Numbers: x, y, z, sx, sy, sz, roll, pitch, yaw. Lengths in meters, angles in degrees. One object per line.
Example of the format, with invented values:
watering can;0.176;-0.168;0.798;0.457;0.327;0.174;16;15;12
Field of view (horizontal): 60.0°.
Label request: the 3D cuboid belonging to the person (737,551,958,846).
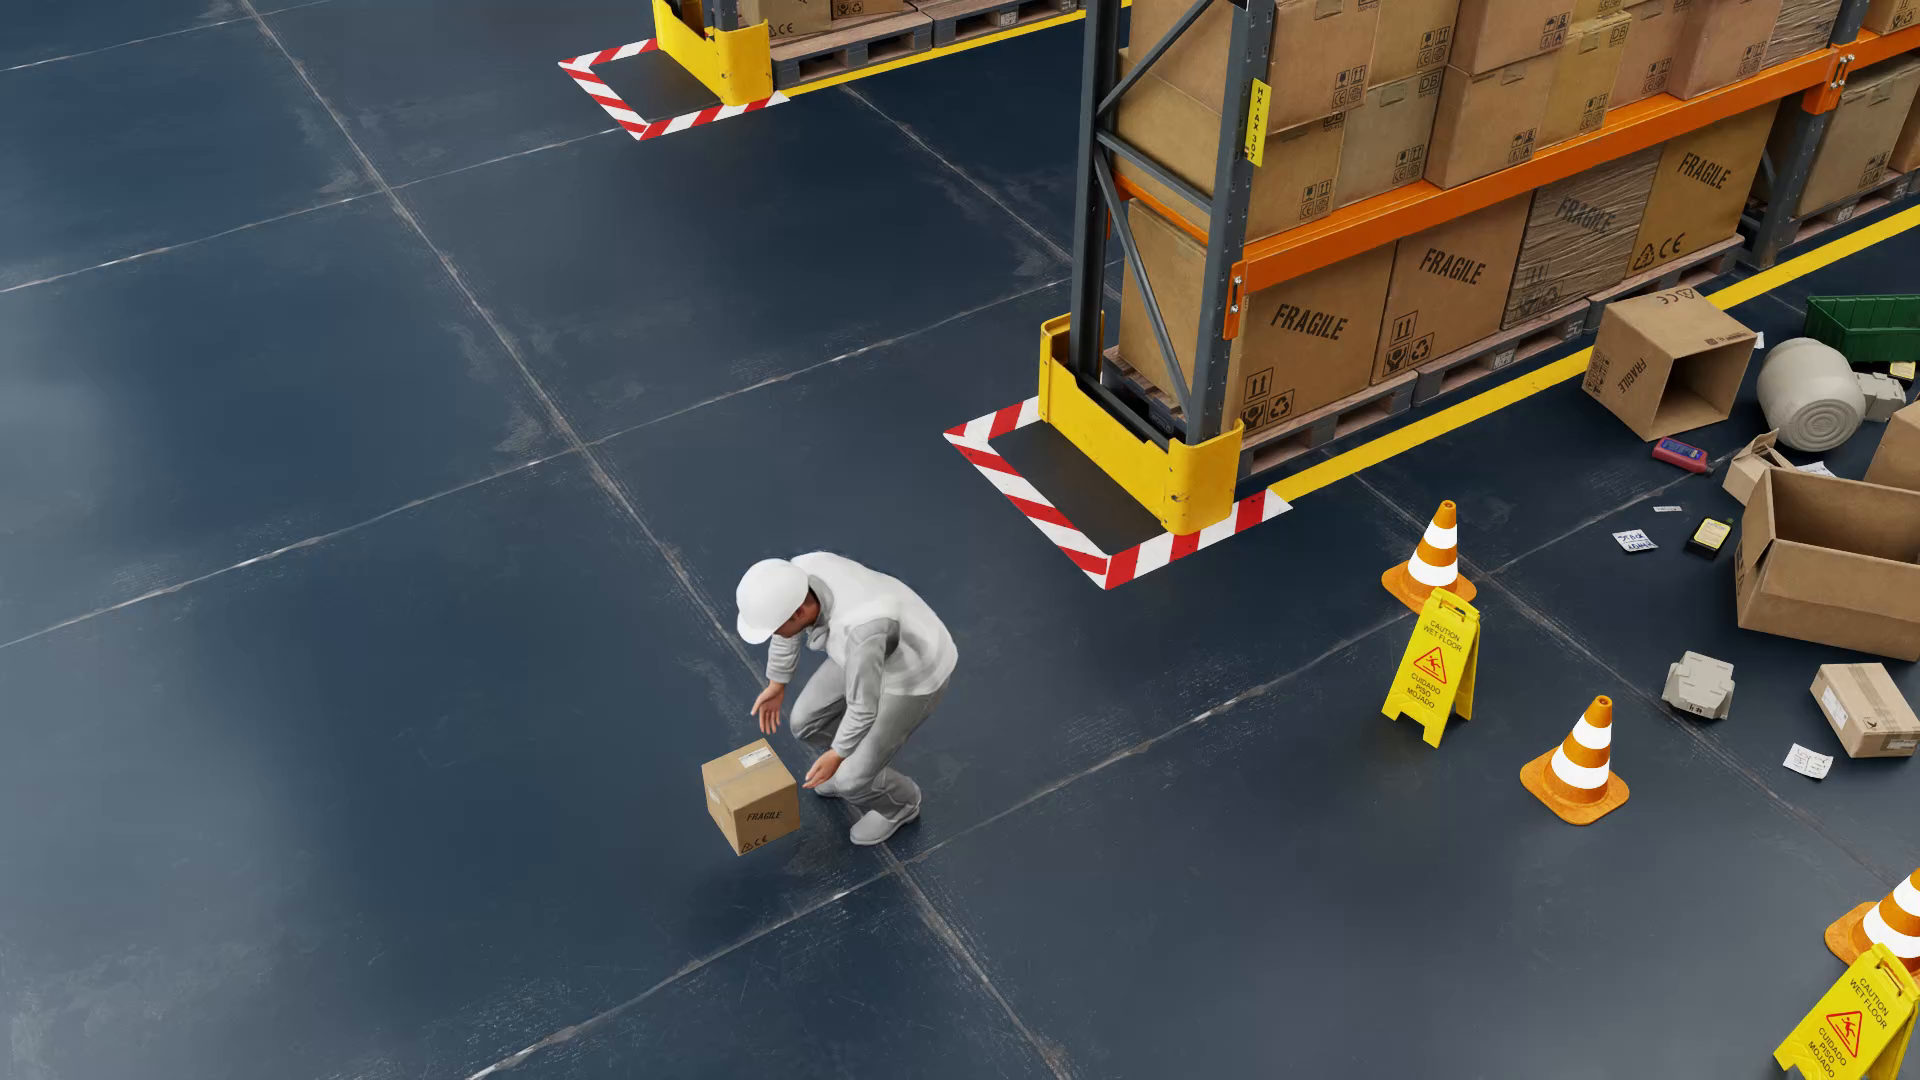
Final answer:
person;-0.382;0.517;5.829;0.784;1.392;0.591;-22;45;-24
